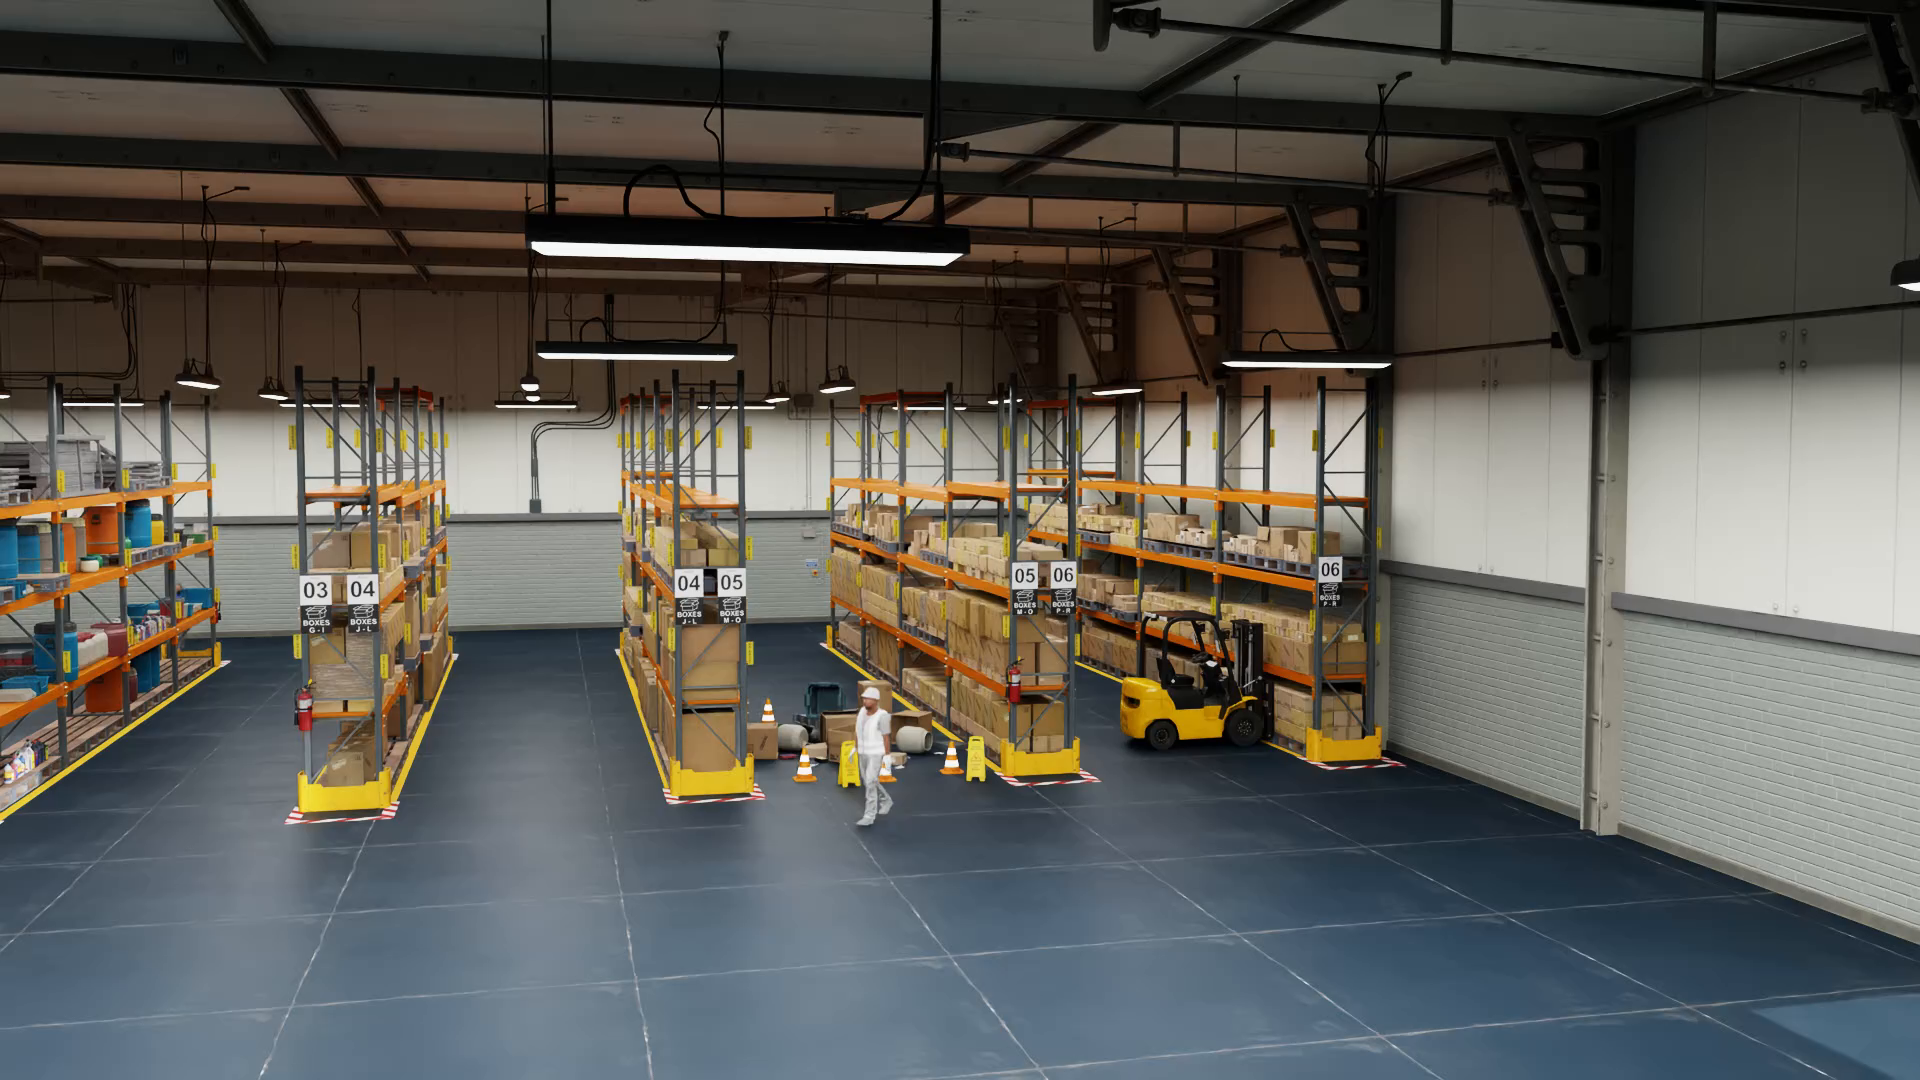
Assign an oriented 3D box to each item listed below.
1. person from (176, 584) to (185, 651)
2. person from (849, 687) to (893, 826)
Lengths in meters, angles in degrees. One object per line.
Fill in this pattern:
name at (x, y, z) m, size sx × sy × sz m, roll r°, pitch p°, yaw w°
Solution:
person at (-18.563, 1.830, 39.431) m, size 0.415 × 1.588 × 1.056 m, roll 0°, pitch 3°, yaw -4°
person at (-1.130, 2.811, 21.857) m, size 0.831 × 1.770 × 0.551 m, roll -3°, pitch 5°, yaw -43°
